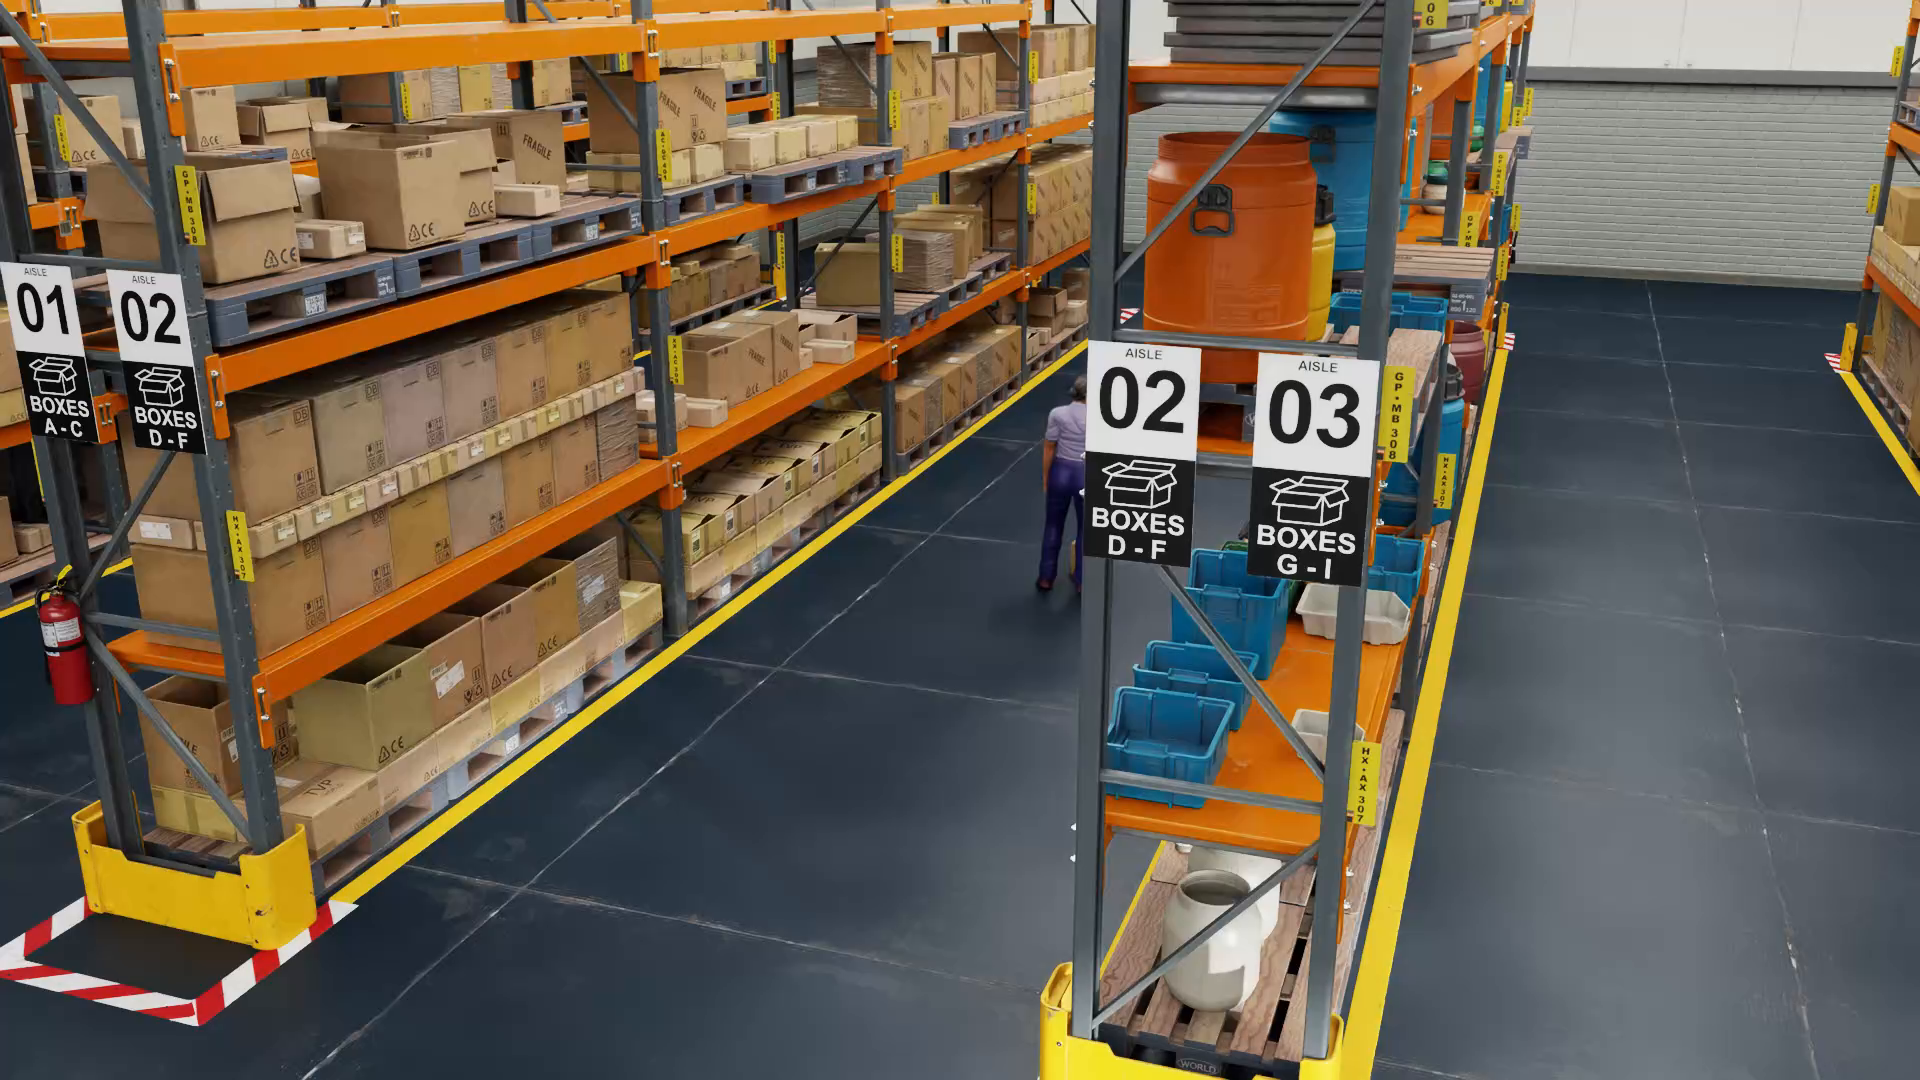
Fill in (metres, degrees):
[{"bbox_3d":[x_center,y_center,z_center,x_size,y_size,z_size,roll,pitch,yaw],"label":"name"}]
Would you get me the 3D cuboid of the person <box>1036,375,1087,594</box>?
[{"bbox_3d":[0.841,-0.408,12.249,0.588,1.664,0.351,7,20,19],"label":"person"}]
